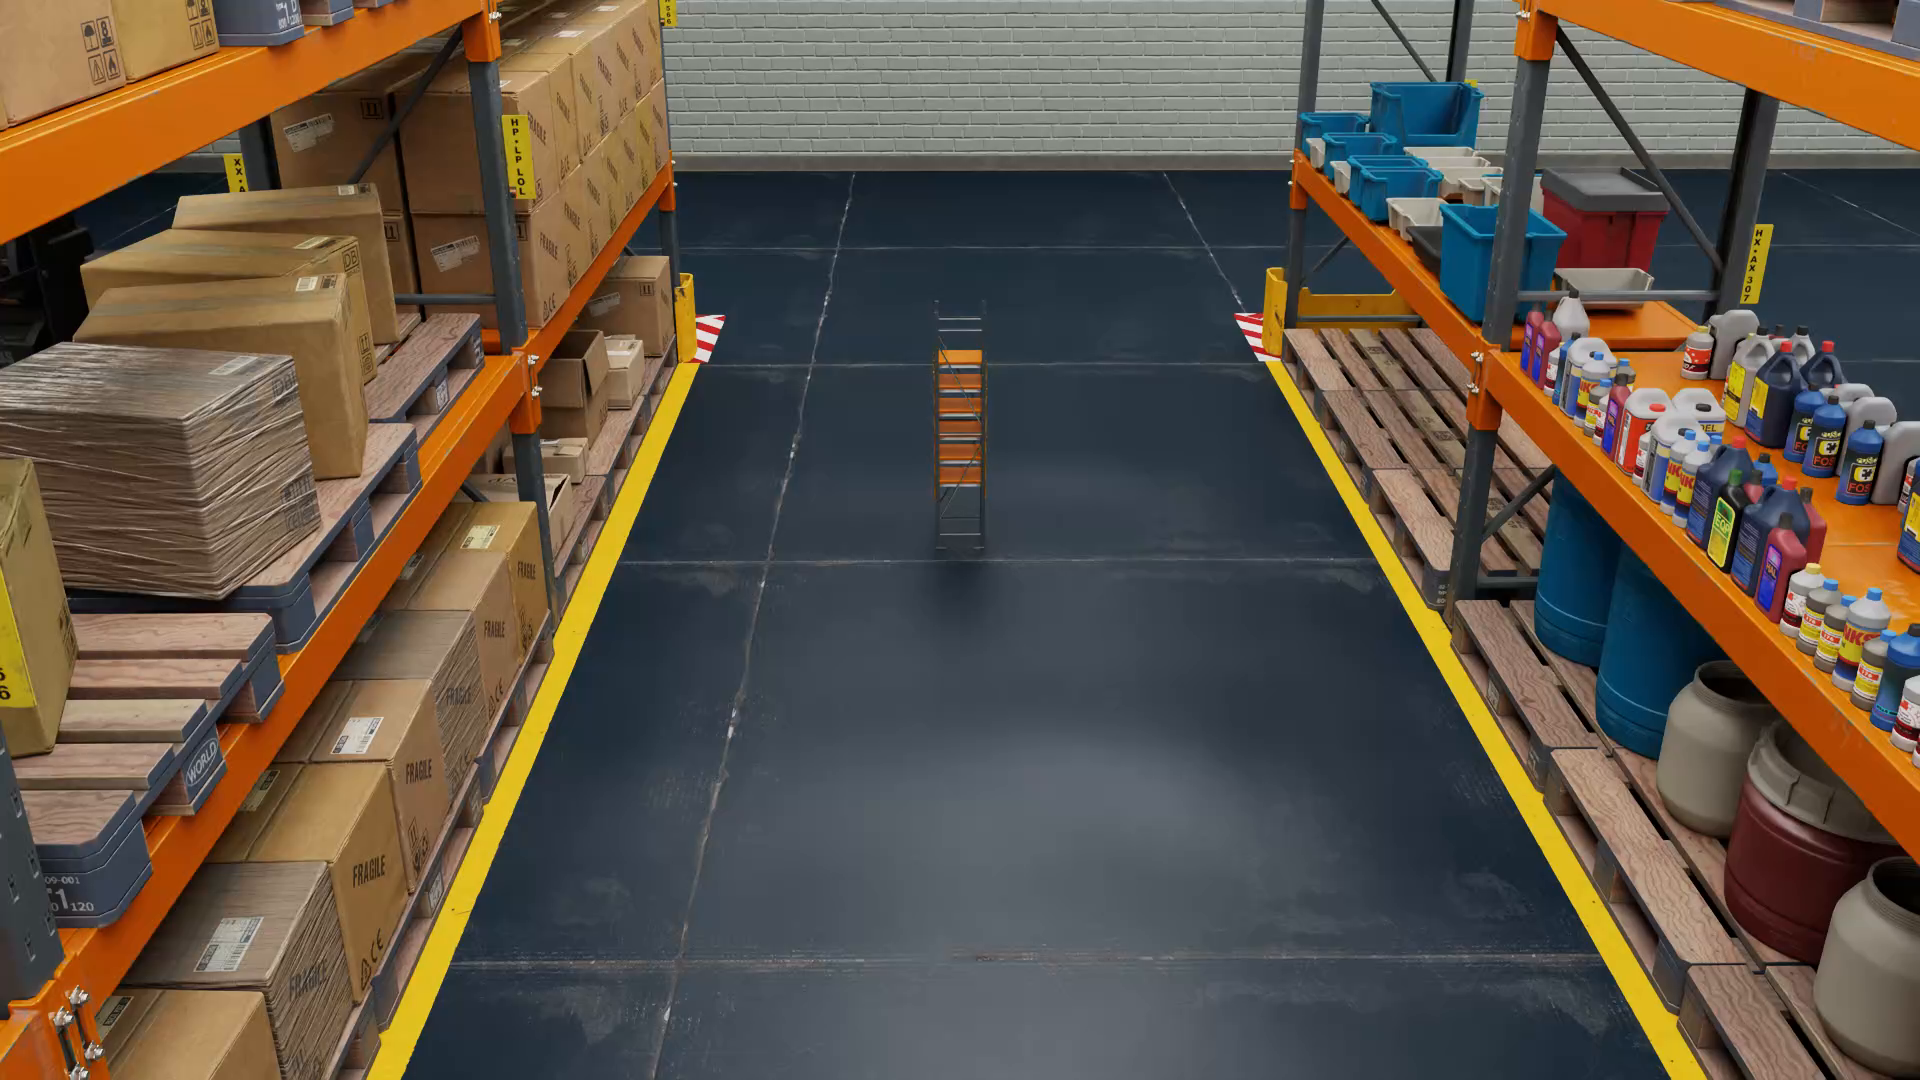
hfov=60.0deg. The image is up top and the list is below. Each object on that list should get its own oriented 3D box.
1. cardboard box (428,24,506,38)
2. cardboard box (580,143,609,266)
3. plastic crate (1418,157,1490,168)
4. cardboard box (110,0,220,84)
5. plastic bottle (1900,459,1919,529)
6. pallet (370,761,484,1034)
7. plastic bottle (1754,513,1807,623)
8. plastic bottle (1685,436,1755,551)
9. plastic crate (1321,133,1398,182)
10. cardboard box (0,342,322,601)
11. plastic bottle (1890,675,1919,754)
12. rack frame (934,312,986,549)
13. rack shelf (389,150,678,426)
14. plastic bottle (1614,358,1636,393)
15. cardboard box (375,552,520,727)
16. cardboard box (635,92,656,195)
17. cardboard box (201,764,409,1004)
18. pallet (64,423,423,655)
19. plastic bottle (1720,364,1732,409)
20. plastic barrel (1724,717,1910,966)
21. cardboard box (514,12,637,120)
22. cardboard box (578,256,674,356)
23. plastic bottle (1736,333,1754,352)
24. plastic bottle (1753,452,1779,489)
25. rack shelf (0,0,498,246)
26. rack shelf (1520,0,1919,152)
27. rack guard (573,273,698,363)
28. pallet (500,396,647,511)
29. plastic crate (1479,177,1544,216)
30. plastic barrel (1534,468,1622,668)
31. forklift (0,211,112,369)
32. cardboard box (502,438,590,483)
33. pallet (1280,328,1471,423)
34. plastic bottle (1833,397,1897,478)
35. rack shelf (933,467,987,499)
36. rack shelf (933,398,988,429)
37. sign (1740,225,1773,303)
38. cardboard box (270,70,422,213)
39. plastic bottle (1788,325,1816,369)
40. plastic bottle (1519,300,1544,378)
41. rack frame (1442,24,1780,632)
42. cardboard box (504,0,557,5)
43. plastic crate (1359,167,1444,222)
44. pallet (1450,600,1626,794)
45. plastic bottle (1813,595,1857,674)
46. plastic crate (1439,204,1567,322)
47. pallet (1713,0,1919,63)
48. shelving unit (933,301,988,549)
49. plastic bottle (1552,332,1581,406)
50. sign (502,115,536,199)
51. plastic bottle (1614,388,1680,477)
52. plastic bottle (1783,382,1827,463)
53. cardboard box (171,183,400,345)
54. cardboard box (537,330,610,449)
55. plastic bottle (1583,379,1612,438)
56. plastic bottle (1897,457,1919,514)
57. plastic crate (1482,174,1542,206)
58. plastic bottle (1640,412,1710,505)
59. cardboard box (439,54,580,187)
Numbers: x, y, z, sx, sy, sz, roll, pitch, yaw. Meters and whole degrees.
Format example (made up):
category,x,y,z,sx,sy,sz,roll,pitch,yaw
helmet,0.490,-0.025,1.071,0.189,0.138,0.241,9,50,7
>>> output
category,x,y,z,sx,sy,sz,roll,pitch,yaw
cardboard box,-2.567,-2.304,8.370,0.500,0.500,0.500,0,24,-1
cardboard box,-2.030,-1.644,8.123,0.500,0.500,0.500,0,24,-1
plastic crate,2.803,-2.091,9.481,0.396,0.136,0.243,0,24,-1
cardboard box,-2.291,-1.338,3.806,0.910,0.500,0.500,0,24,-1
plastic bottle,2.978,-0.158,5.116,0.097,0.271,0.097,0,24,0
pallet,-2.222,1.140,5.473,1.003,0.211,1.213,0,24,-1
plastic bottle,2.268,0.075,4.585,0.061,0.283,0.133,0,24,-1
plastic bottle,2.305,-0.152,5.006,0.144,0.351,0.185,0,24,-1
plastic crate,2.305,-2.215,9.638,0.416,0.233,0.300,0,24,-1
cardboard box,-2.180,-0.195,4.410,0.700,0.500,0.500,4,25,9
plastic bottle,2.294,0.401,3.965,0.097,0.201,0.097,0,24,0
rack frame,0.001,-0.503,7.906,0.240,1.200,0.006,0,24,-1
rack shelf,-2.307,-1.466,8.724,1.077,0.370,4.000,0,24,-1
plastic bottle,2.421,-0.565,6.100,0.097,0.201,0.097,0,24,0
cardboard box,-1.996,0.375,6.281,0.500,0.500,0.500,0,24,0
cardboard box,-2.042,-2.266,9.500,0.500,0.500,0.500,0,24,0
cardboard box,-1.972,1.006,4.885,0.500,0.500,0.500,-1,24,-1
pallet,-2.267,-0.035,4.921,1.003,0.211,1.213,0,24,-1
plastic bottle,2.875,-0.580,6.134,0.097,0.201,0.097,0,24,0
plastic barrel,2.677,0.898,5.040,0.600,0.588,0.708,0,24,-1
cardboard box,-2.032,-2.515,8.836,0.500,0.500,0.500,0,24,1
cardboard box,-2.076,-1.456,10.330,0.500,0.500,0.500,0,24,-1
plastic bottle,3.024,-0.691,6.379,0.097,0.201,0.097,0,24,0
plastic bottle,2.425,-0.135,5.064,0.097,0.271,0.097,0,24,0
rack shelf,-2.263,-1.184,4.462,1.077,0.370,4.000,0,24,-1
rack shelf,2.690,-1.205,4.508,1.077,0.370,4.000,0,24,-1
rack guard,-2.328,-1.448,10.844,1.175,0.500,0.348,0,24,-1
pallet,-2.308,-0.486,9.068,1.003,0.211,1.213,0,24,-1
plastic crate,2.836,-1.594,8.205,0.437,0.282,0.530,0,24,-1
plastic barrel,2.657,-0.001,6.650,0.600,0.901,0.708,0,24,-1
forklift,-4.897,-1.342,7.661,1.130,2.935,3.031,3,25,7
cardboard box,-2.093,-0.409,8.420,0.380,0.166,0.250,0,24,-1
pallet,2.595,-1.028,10.267,1.003,0.211,1.213,0,24,-1
plastic bottle,3.007,-0.359,5.554,0.152,0.276,0.135,0,24,-1
rack shelf,0.000,-0.282,8.107,0.258,0.103,0.180,0,24,-1
rack shelf,0.000,-0.610,7.958,0.258,0.103,0.180,0,24,-1
sign,3.218,-1.118,6.746,0.100,0.325,0.005,0,24,-1
cardboard box,-2.549,-1.678,6.985,0.500,0.500,0.500,0,24,0
plastic bottle,3.005,-0.591,5.976,0.144,0.351,0.185,0,24,-1
plastic bottle,2.245,-0.784,6.485,0.061,0.283,0.133,0,24,-1
rack frame,2.668,-0.990,6.800,1.000,3.000,0.127,0,24,-1
cardboard box,-2.588,-2.935,9.765,0.500,0.500,0.500,0,24,1
plastic crate,2.316,-1.820,8.765,0.416,0.233,0.300,0,24,-1
pallet,2.635,0.598,6.671,1.003,0.211,1.213,0,24,-1
plastic bottle,2.290,0.240,4.319,0.097,0.201,0.097,0,24,0
plastic crate,2.322,-1.201,7.212,0.392,0.384,0.575,0,24,-1
pallet,2.790,-1.481,4.474,1.003,0.211,1.213,0,24,-1
shelving unit,0.000,-0.541,7.990,0.258,1.200,0.189,0,24,-1
plastic bottle,2.267,-0.636,6.173,0.097,0.271,0.097,0,24,0
sign,-1.730,-1.501,6.524,0.100,0.325,0.005,0,24,-1
plastic bottle,2.302,-0.360,5.556,0.152,0.276,0.135,0,24,-1
plastic bottle,2.881,-0.404,5.660,0.097,0.271,0.097,0,24,0
cardboard box,-2.504,-1.010,6.213,0.700,0.500,0.500,-9,26,-18
cardboard box,-2.311,-0.807,8.889,0.797,0.503,0.637,0,24,-1
plastic bottle,2.271,-0.469,5.887,0.097,0.201,0.097,0,24,0
plastic bottle,3.038,-0.182,5.253,0.097,0.201,0.097,0,24,0
plastic crate,2.903,-1.745,8.598,0.416,0.233,0.300,0,24,-1
plastic bottle,2.305,-0.264,5.345,0.152,0.276,0.135,0,24,-1
cardboard box,-2.015,-1.879,7.429,0.500,0.500,0.500,-1,24,-2
